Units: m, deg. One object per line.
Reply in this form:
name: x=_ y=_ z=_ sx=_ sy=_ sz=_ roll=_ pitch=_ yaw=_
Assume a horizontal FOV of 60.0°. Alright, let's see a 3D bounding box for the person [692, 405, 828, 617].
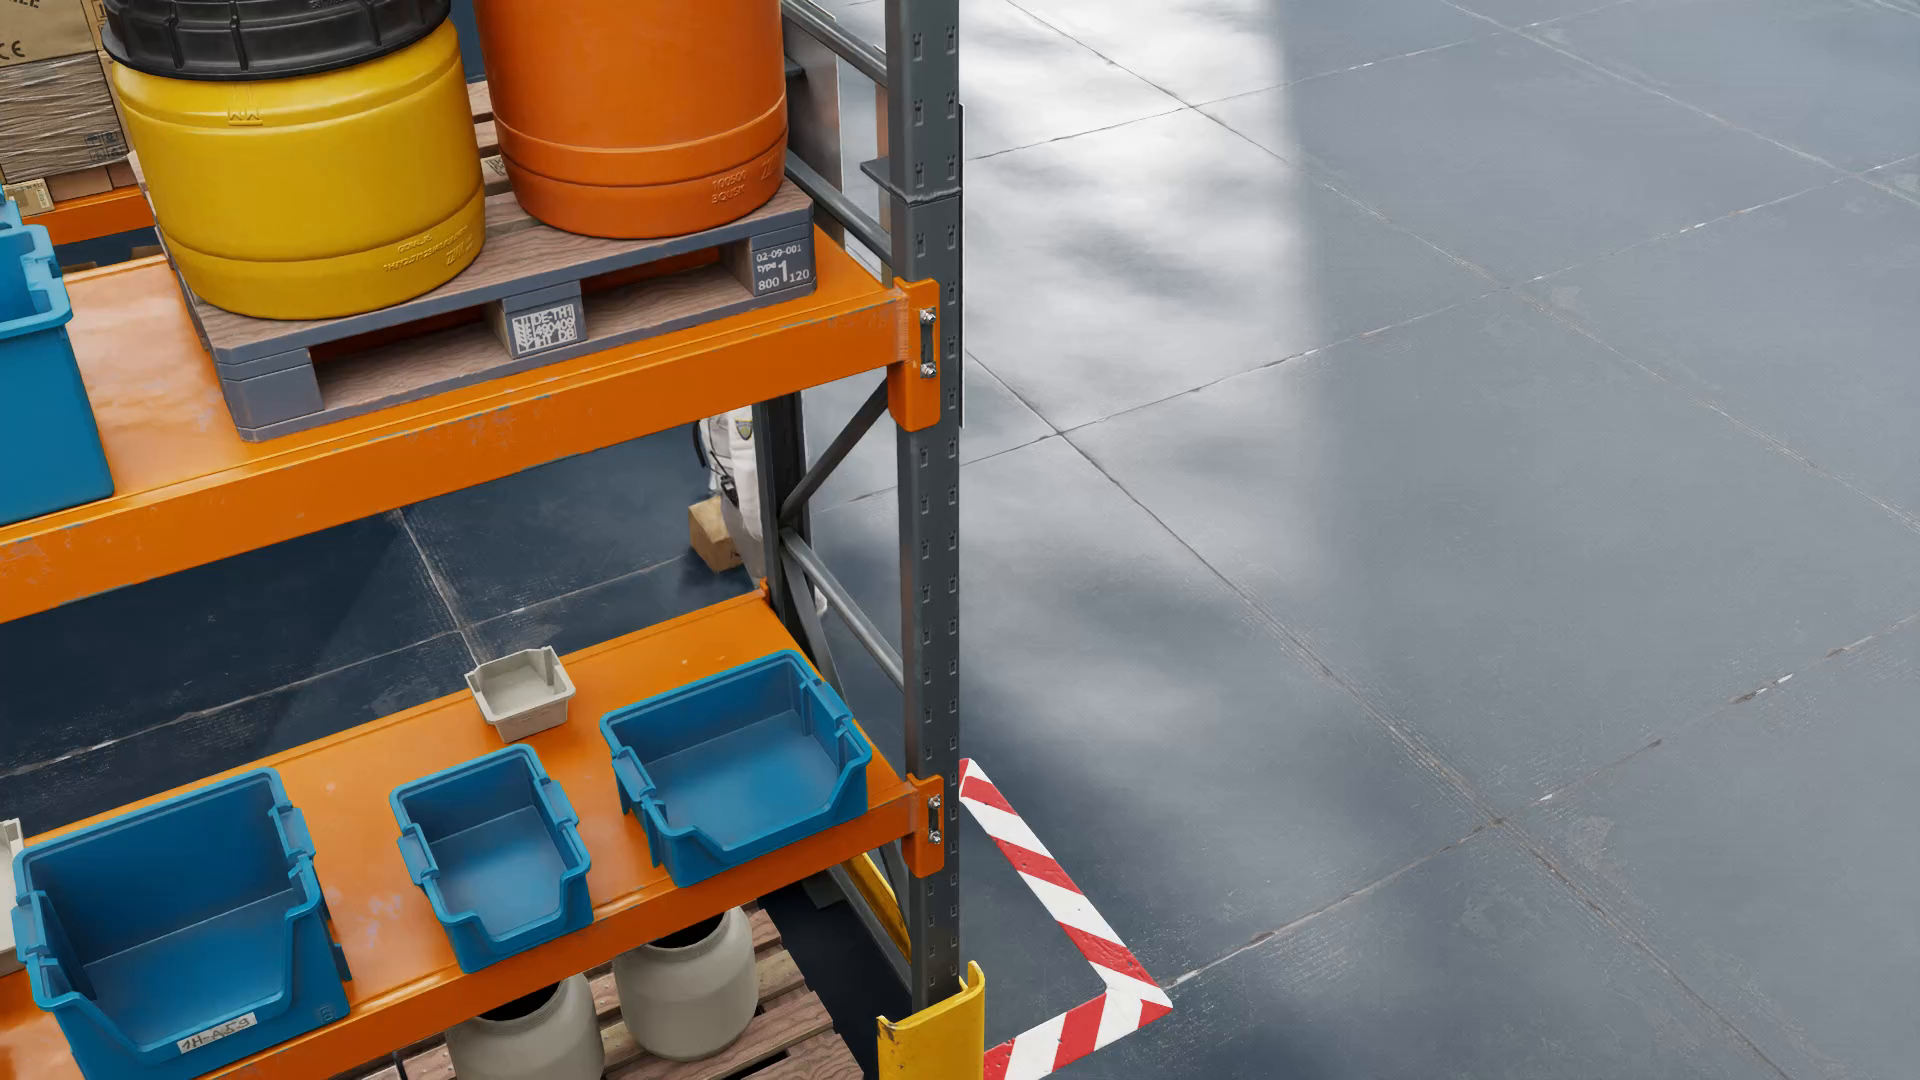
person: x=-0.769 y=-0.255 z=6.455 sx=0.424 sy=1.661 sz=0.637 roll=1 pitch=37 yaw=2
